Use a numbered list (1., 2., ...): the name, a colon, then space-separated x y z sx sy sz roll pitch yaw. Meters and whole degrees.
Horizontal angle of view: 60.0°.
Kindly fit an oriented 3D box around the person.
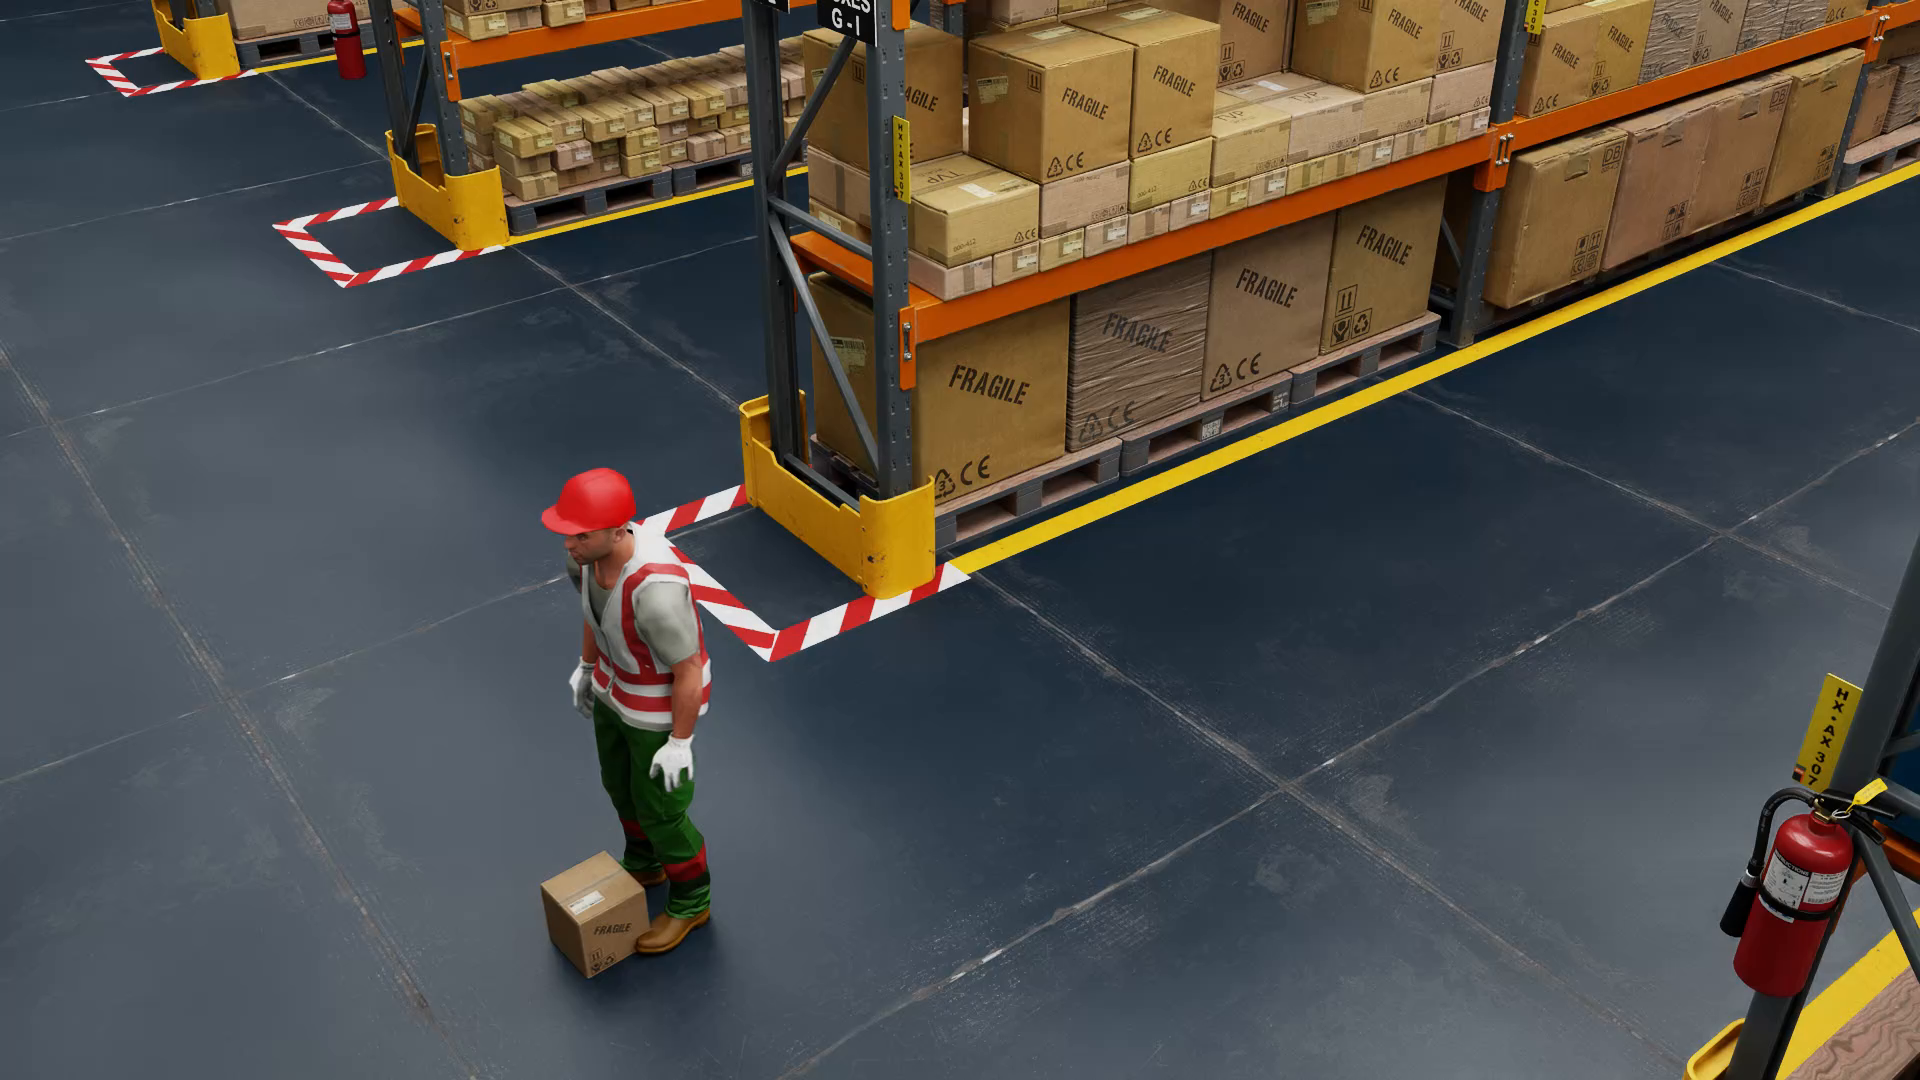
1. person: -1.023 0.534 5.261 0.445 1.781 0.621 -24 39 -34
